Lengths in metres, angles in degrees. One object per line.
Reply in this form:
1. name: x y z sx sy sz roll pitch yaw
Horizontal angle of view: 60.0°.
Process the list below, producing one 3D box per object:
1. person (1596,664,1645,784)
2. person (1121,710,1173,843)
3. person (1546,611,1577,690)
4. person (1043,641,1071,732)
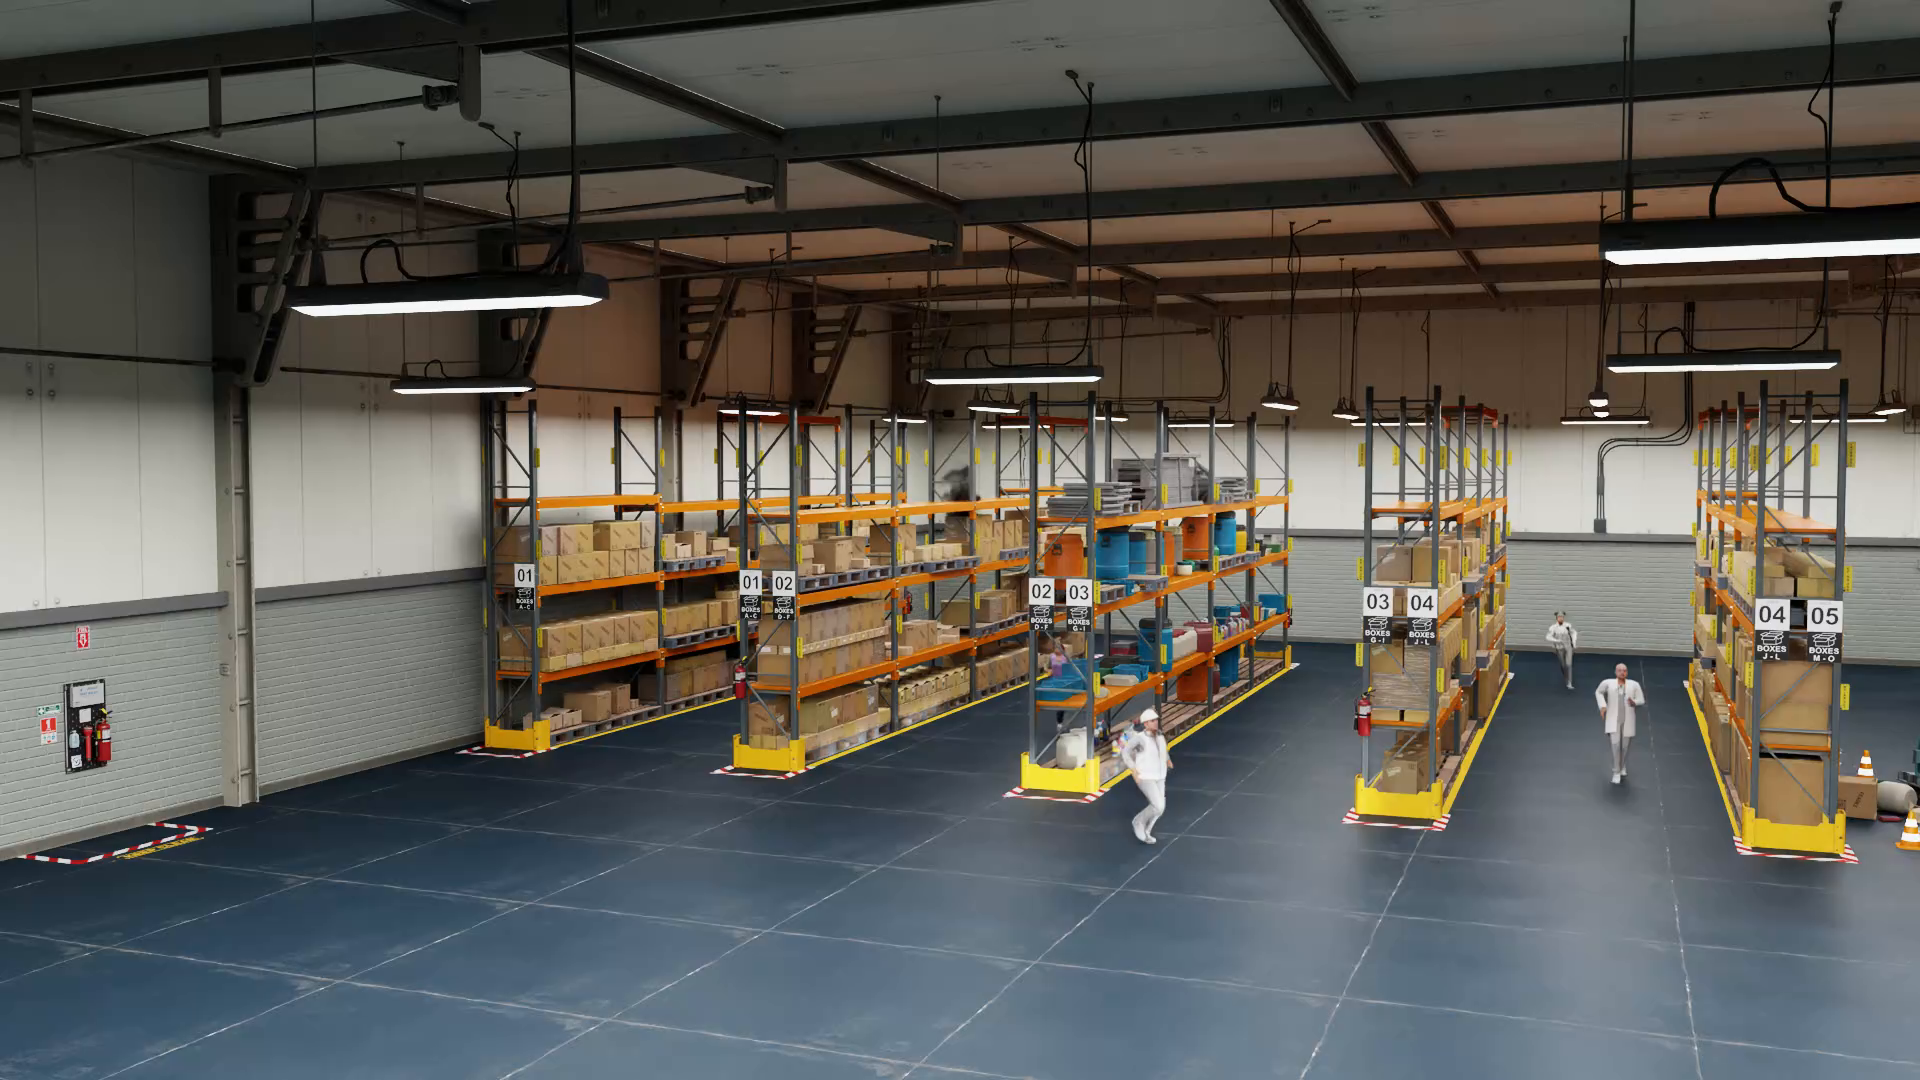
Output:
1. person: 10.273 2.830 25.875 0.694 1.822 0.876 1 3 15
2. person: 2.492 3.065 21.484 0.645 1.731 0.605 -2 4 -40
3. person: 13.168 2.388 36.384 0.646 1.669 0.863 1 3 16
4. person: 1.816 2.727 30.675 0.528 1.536 0.750 1 3 17
